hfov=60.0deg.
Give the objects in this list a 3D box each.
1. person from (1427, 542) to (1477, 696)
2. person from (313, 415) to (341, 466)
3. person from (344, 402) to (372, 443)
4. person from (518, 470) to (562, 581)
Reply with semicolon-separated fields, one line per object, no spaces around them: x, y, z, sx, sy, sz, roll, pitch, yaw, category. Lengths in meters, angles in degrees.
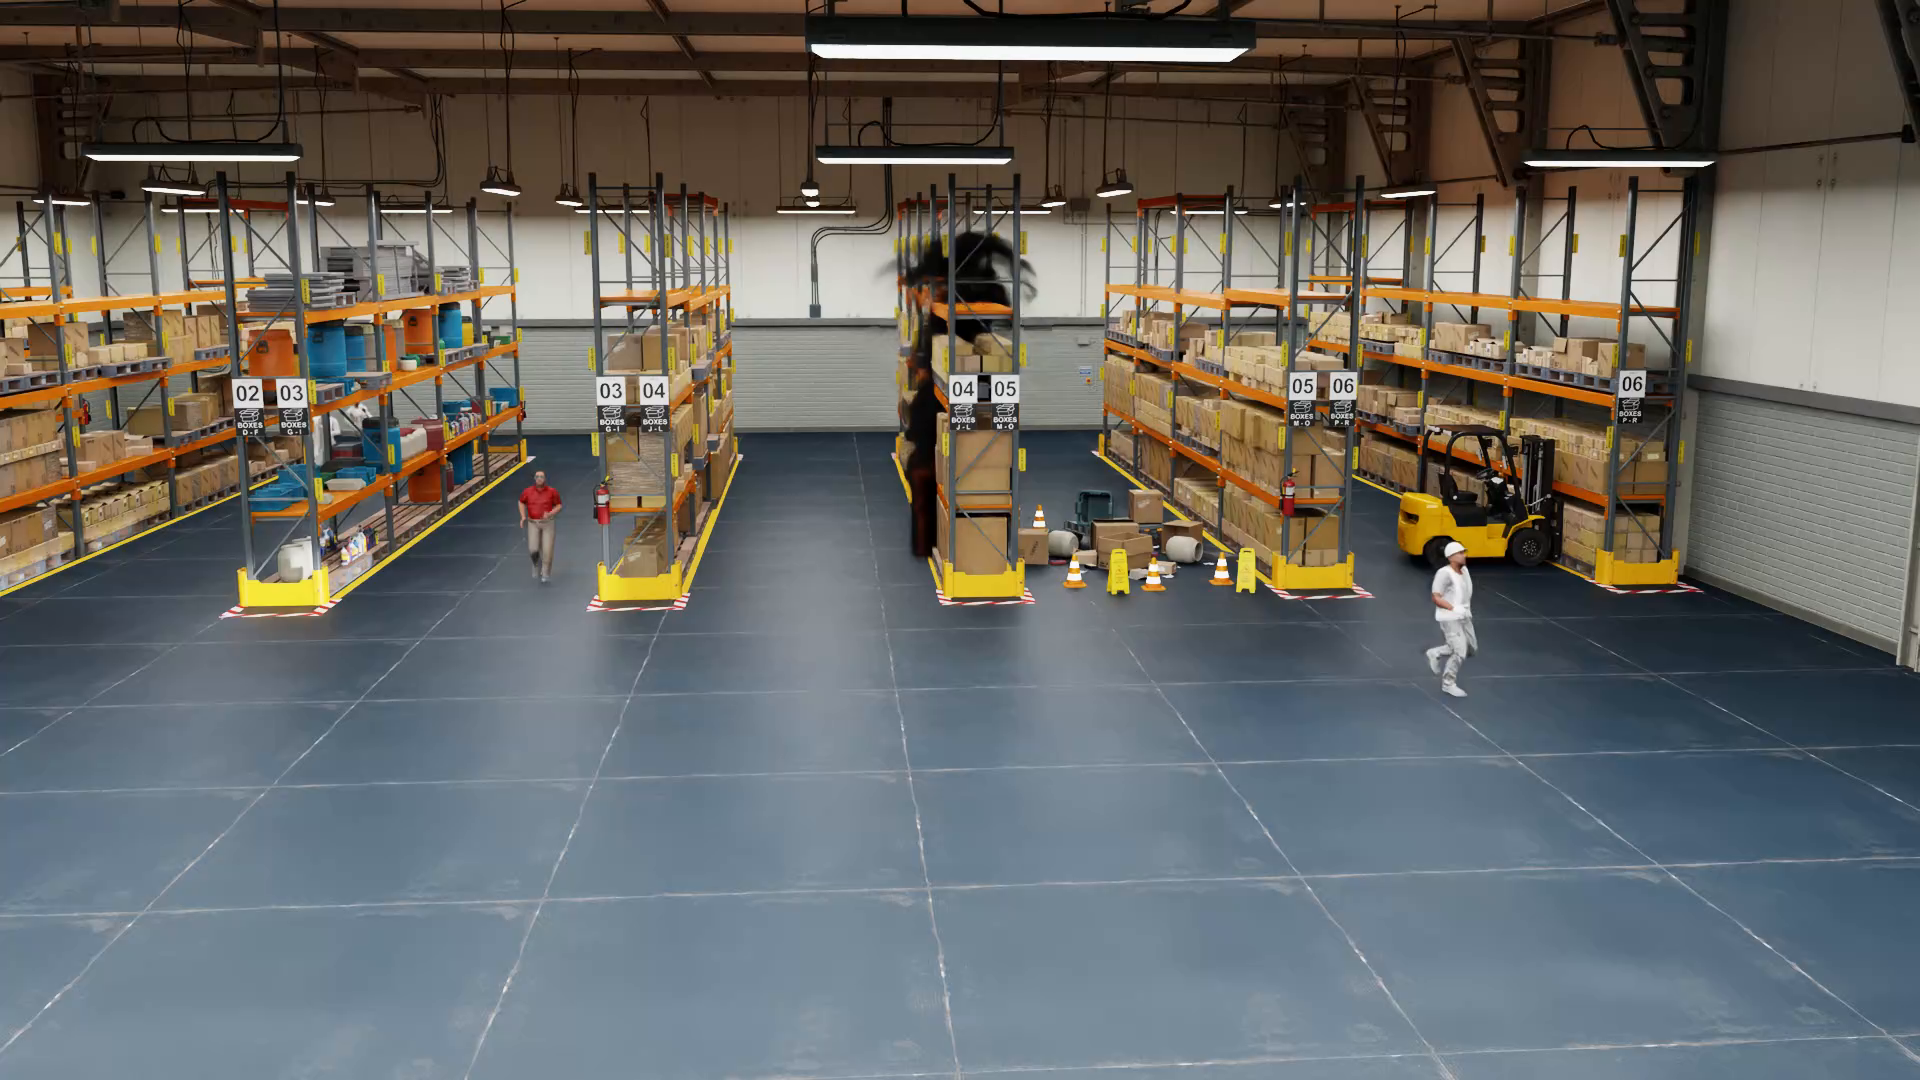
5.550;0.878;18.786;0.627;1.739;0.718;9;13;41;person
-13.092;-1.869;34.241;0.693;1.850;0.777;-3;10;-14;person
-14.044;-2.608;38.872;0.651;1.623;0.684;-8;13;-39;person
-6.292;-0.200;24.949;0.651;1.684;0.602;-2;10;-11;person
